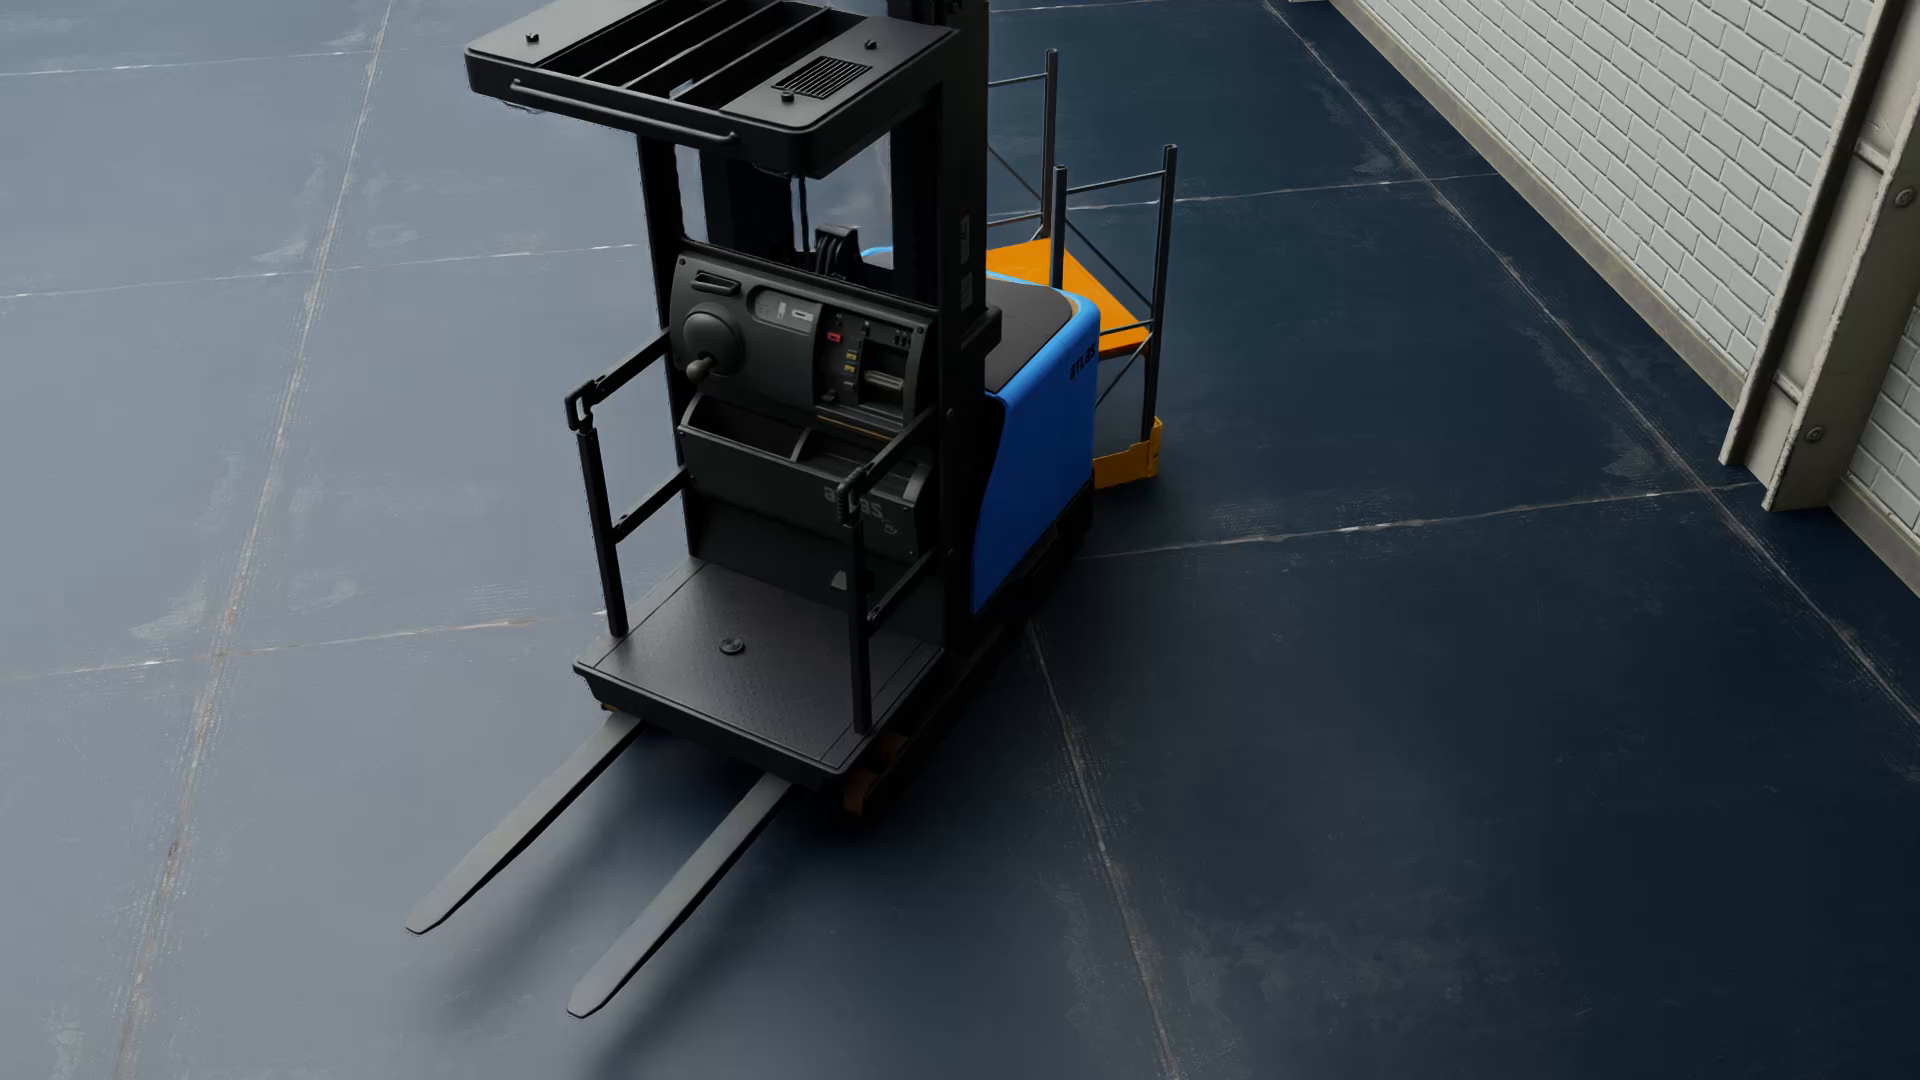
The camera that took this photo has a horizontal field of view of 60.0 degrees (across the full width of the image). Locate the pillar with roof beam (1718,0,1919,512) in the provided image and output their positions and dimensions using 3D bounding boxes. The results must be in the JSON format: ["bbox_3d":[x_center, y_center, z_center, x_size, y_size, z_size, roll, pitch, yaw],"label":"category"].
[{"bbox_3d":[-0.770,-3.342,3.717,9.100,9.000,0.400,-6,38,-8],"label":"pillar with roof beam"}]

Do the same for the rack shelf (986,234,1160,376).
[{"bbox_3d":[0.374,-0.963,7.060,0.538,0.185,1.000,-15,40,-18],"label":"rack shelf"}]

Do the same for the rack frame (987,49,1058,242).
[{"bbox_3d":[0.174,-1.392,7.319,0.500,1.500,0.032,-15,40,-18],"label":"rack frame"}]

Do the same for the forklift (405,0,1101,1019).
[{"bbox_3d":[-0.618,-0.552,5.071,1.130,2.935,3.031,19,42,22],"label":"forklift"}]

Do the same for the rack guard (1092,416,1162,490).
[{"bbox_3d":[0.567,-0.336,6.979,0.587,0.250,0.087,-15,40,-18],"label":"rack guard"}]

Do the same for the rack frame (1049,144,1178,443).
[{"bbox_3d":[0.575,-0.818,6.581,0.500,1.500,0.032,-15,40,-18],"label":"rack frame"}]

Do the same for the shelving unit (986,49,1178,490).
[{"bbox_3d":[0.371,-1.110,6.956,0.587,1.500,1.083,-15,40,-18],"label":"shelving unit"}]
